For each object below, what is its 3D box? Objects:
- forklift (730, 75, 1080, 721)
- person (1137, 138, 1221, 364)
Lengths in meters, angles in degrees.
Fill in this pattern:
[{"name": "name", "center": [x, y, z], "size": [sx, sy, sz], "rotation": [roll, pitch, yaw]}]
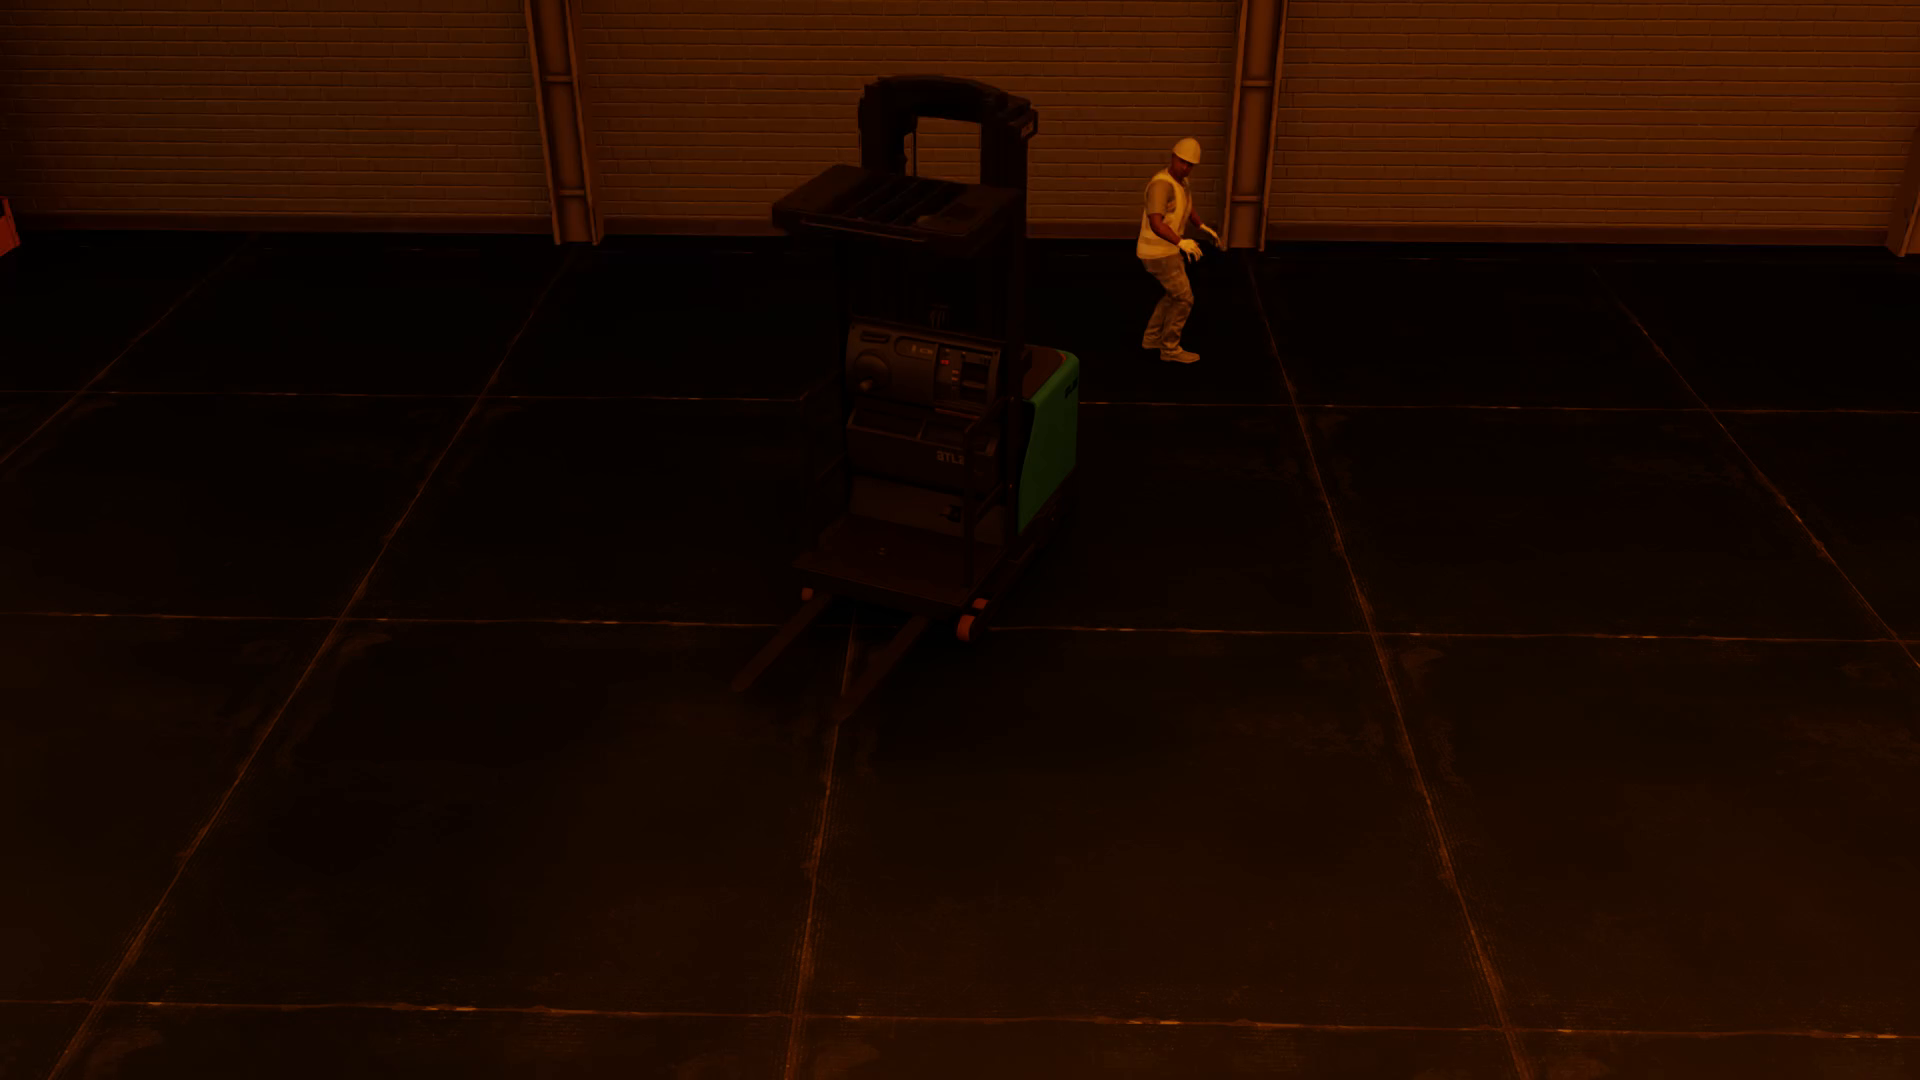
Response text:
[{"name": "forklift", "center": [-0.296, -0.921, 9.176], "size": [1.130, 2.935, 3.031], "rotation": [13, 33, 20]}, {"name": "person", "center": [1.639, -2.174, 12.530], "size": [0.592, 1.723, 0.808], "rotation": [7, 31, 12]}]
